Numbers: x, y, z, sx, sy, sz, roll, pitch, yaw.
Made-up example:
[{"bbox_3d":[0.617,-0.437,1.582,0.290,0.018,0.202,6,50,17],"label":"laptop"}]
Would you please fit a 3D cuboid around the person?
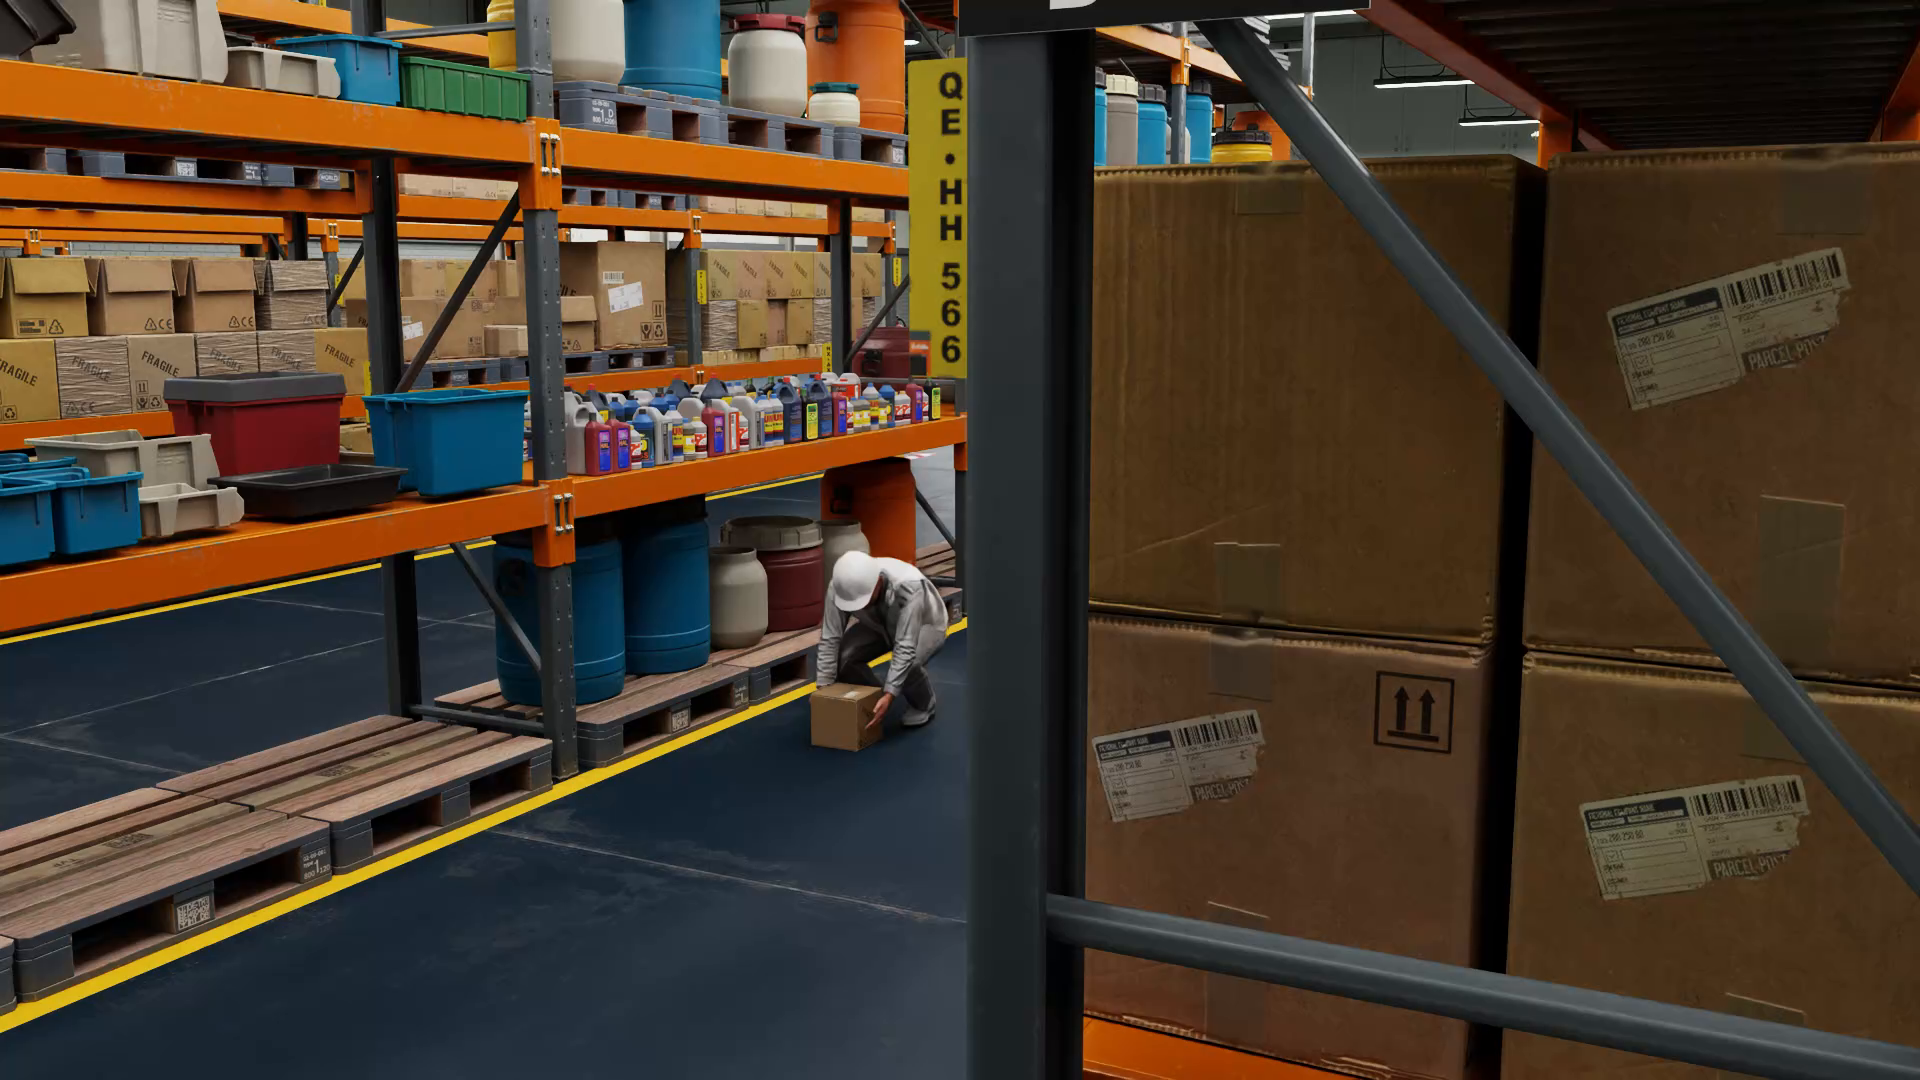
[{"bbox_3d":[-0.378,0.459,8.098,0.538,0.930,0.913,4,10,26],"label":"person"}]
